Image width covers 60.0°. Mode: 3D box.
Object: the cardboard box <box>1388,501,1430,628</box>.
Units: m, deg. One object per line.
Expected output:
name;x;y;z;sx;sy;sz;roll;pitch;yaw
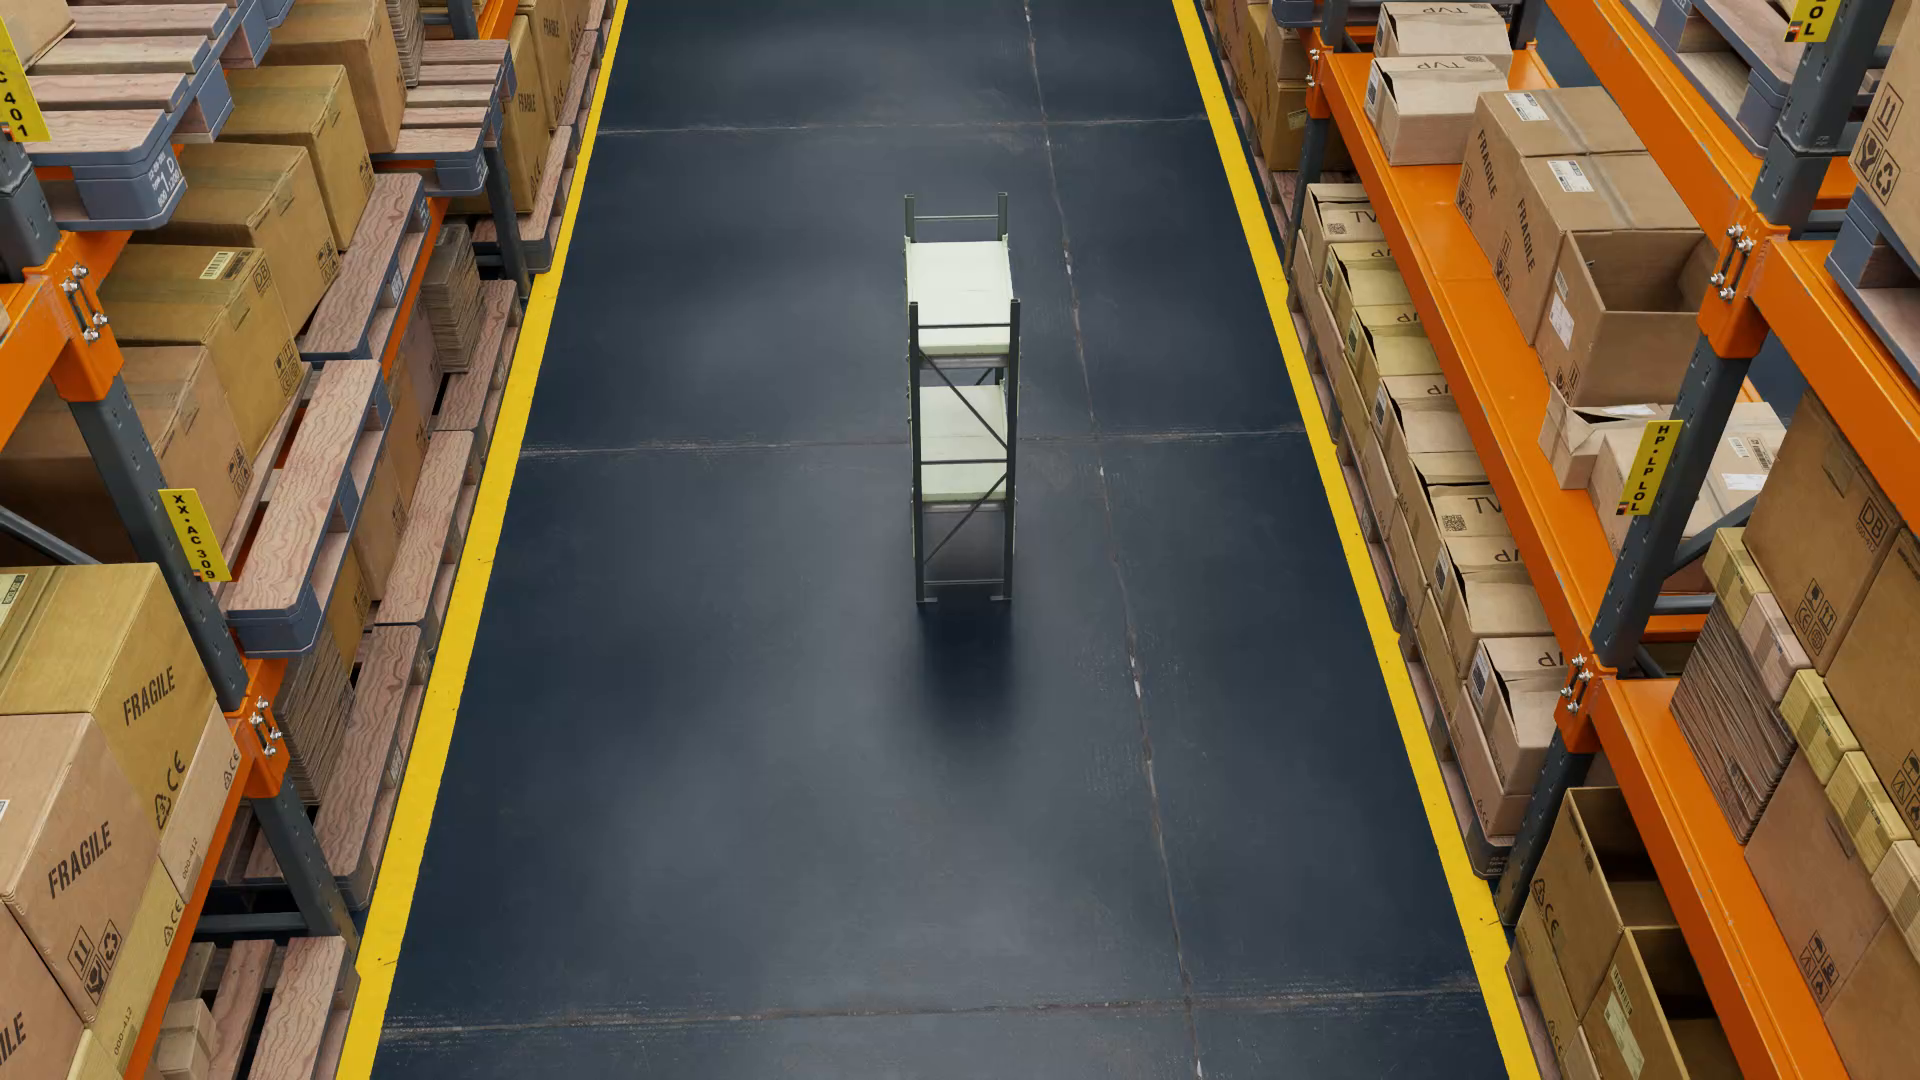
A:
cardboard box;2.034;0.086;6.661;0.500;0.250;0.500;-1;43;-1

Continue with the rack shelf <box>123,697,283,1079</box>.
rack shelf;-2.482;1.946;3.440;1.077;0.370;4.000;-2;43;-2

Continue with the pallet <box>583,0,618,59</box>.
pallet;-2.798;-3.524;10.938;1.003;0.211;1.213;-2;43;-2

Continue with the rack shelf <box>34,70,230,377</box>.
rack shelf;-2.651;-1.861;5.372;1.077;0.370;4.000;-2;43;-2

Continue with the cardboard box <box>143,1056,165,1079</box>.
cardboard box;-2.482;1.789;4.603;0.500;0.500;0.500;-5;43;-5

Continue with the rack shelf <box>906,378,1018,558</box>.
rack shelf;0.000;-0.308;6.959;0.431;0.370;0.720;-2;43;-2

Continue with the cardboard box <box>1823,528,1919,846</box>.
cardboard box;2.430;0.311;3.657;0.700;0.500;0.500;-2;43;-2

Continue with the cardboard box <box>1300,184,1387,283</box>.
cardboard box;1.942;-1.501;7.976;0.500;0.311;0.500;0;43;0

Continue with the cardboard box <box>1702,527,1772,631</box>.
cardboard box;2.201;0.097;4.371;0.380;0.149;0.250;-2;43;-2

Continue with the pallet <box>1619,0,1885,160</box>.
pallet;2.332;-1.445;4.528;0.805;0.209;1.217;-3;43;-4

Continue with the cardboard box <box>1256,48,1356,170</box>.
cardboard box;1.938;-2.380;9.151;0.500;0.500;0.500;0;43;0

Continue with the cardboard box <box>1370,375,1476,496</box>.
cardboard box;2.014;-0.455;6.835;0.500;0.311;0.500;-2;43;-2

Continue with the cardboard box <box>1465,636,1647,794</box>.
cardboard box;2.079;0.572;5.715;0.500;0.311;0.500;-2;43;-2

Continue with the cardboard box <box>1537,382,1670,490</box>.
cardboard box;2.162;-0.353;5.515;0.396;0.266;0.258;-3;43;-3

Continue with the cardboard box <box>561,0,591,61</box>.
cardboard box;-2.708;-3.398;10.017;0.750;0.750;0.750;0;43;0

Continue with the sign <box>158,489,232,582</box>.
sign;-2.025;-0.010;4.400;0.100;0.325;0.005;-2;43;-2

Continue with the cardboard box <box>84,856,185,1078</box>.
cardboard box;-2.231;1.026;4.007;0.500;0.250;0.500;-1;43;-2

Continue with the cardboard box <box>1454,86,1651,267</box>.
cardboard box;2.300;-1.419;6.505;0.500;0.500;0.500;-4;43;-4

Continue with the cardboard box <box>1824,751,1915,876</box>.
cardboard box;2.237;0.617;3.803;0.380;0.149;0.250;-2;43;-2

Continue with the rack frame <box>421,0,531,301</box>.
rack frame;-2.736;-2.370;7.616;1.000;3.000;0.127;-2;43;-2

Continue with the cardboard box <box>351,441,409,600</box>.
cardboard box;-2.668;-0.100;6.663;0.700;0.500;0.500;-1;43;-1

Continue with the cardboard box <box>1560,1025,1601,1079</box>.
cardboard box;2.116;1.704;4.895;0.500;0.250;0.500;-2;43;-2

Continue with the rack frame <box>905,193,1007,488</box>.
rack frame;-0.015;-0.795;7.008;0.400;1.500;0.023;-2;43;-2

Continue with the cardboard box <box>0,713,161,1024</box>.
cardboard box;-2.210;0.749;3.754;0.500;0.500;0.500;-2;43;-2

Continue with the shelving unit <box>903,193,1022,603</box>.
shelving unit;0.000;-0.548;6.738;0.431;1.500;0.755;-2;43;-2

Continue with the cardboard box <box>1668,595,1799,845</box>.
cardboard box;2.408;0.448;4.467;0.700;0.500;0.500;-3;43;-3

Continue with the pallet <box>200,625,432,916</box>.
pallet;-2.601;0.833;6.185;1.003;0.211;1.213;-2;43;-2

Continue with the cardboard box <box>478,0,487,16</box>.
cardboard box;-2.521;-2.684;8.130;0.380;0.149;0.250;-1;43;-1

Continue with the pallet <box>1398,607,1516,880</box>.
pallet;2.312;0.717;6.311;1.003;0.211;1.213;-2;43;-2

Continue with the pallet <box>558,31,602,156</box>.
pallet;-2.743;-2.698;10.037;1.003;0.211;1.213;-2;43;-2

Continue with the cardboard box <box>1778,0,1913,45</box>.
cardboard box;2.366;-1.436;4.177;0.500;0.250;0.500;2;43;3

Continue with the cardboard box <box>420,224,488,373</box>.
cardboard box;-2.654;-1.126;7.783;0.700;0.500;0.500;-1;43;-1

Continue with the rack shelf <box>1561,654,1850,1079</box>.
rack shelf;2.468;1.801;3.598;1.077;0.370;4.000;-2;43;-2

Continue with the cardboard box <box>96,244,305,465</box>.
cardboard box;-2.571;-0.591;5.275;0.700;0.500;0.500;2;43;3

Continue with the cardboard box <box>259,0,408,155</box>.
cardboard box;-2.656;-1.876;6.677;0.700;0.500;0.500;-5;43;-6

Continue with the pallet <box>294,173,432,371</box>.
pallet;-2.611;-0.964;6.224;1.003;0.211;1.213;-2;43;-2

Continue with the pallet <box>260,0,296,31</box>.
pallet;-2.533;-1.826;4.941;1.213;0.211;1.003;-2;43;-2

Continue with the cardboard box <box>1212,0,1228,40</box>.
cardboard box;1.867;-3.425;10.291;0.500;0.500;0.500;-1;43;-1

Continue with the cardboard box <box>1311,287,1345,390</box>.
cardboard box;1.964;-0.955;7.796;0.500;0.250;0.500;-3;43;-3

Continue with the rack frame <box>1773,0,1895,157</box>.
rack frame;2.383;-2.026;2.801;1.000;3.000;0.127;-2;43;-2

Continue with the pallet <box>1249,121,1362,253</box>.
pallet;2.219;-1.992;9.267;1.003;0.211;1.213;-2;43;-2
